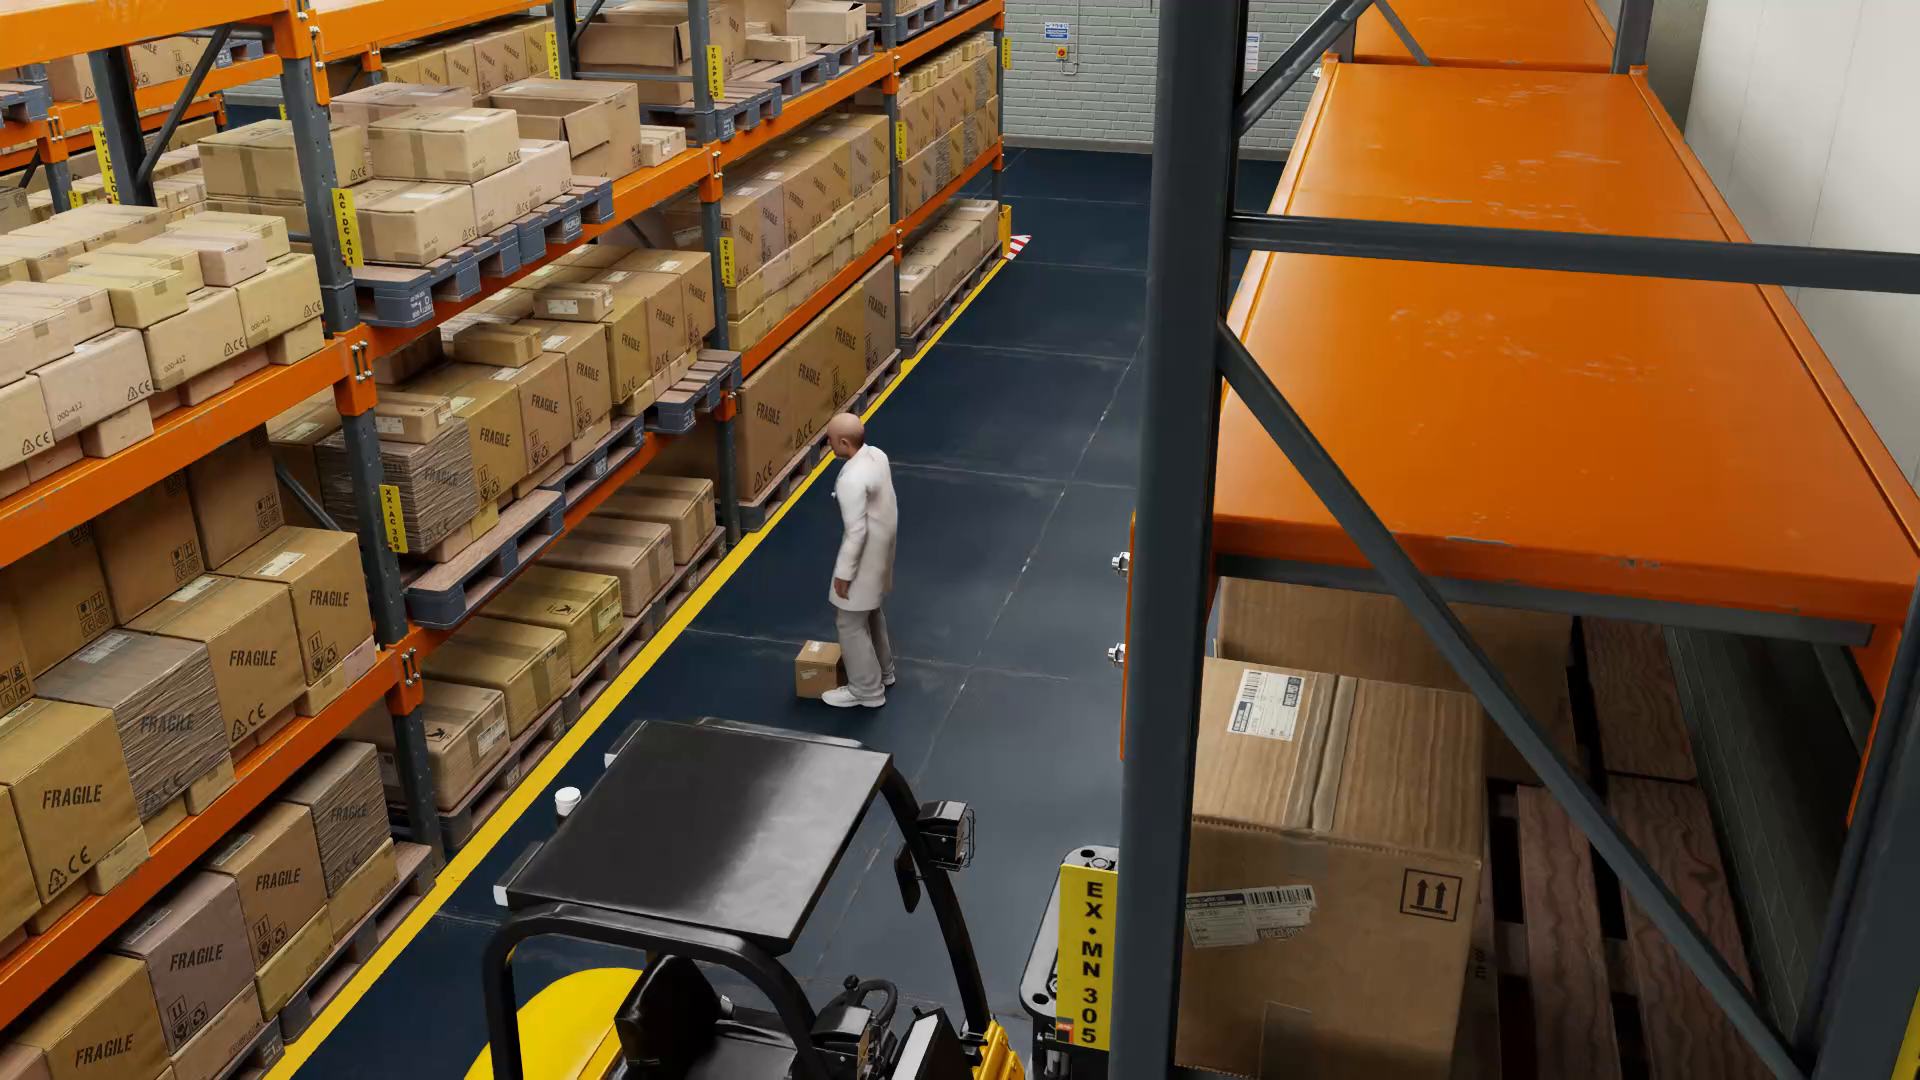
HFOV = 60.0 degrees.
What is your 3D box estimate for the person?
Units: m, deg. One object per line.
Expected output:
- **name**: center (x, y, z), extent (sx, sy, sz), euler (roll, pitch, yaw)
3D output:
- **person**: center (-0.572, 0.106, 9.511), extent (0.426, 1.773, 0.640), euler (6, 26, 13)
